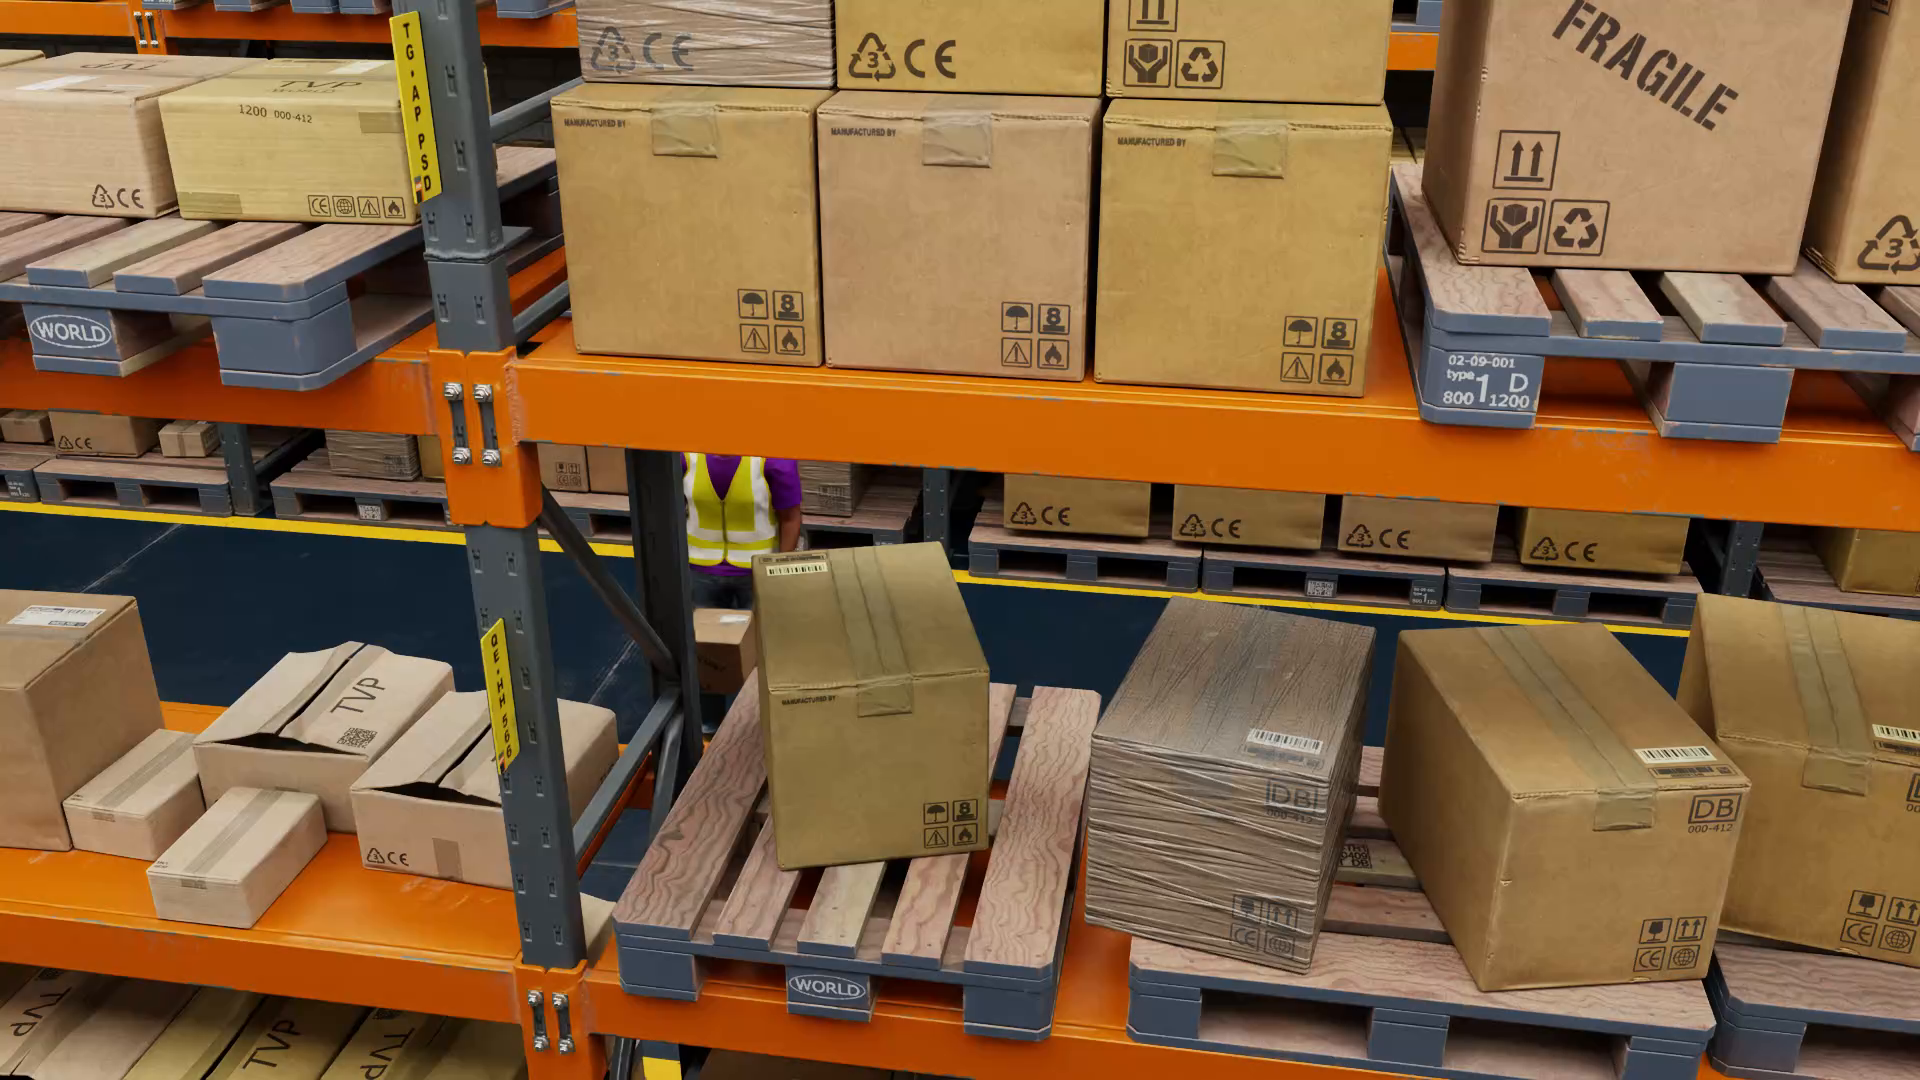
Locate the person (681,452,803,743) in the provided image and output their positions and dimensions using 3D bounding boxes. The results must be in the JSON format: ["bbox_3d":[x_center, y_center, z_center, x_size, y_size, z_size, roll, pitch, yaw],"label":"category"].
[{"bbox_3d":[-0.928,0.113,6.833,0.583,1.766,0.422,3,25,7],"label":"person"}]
